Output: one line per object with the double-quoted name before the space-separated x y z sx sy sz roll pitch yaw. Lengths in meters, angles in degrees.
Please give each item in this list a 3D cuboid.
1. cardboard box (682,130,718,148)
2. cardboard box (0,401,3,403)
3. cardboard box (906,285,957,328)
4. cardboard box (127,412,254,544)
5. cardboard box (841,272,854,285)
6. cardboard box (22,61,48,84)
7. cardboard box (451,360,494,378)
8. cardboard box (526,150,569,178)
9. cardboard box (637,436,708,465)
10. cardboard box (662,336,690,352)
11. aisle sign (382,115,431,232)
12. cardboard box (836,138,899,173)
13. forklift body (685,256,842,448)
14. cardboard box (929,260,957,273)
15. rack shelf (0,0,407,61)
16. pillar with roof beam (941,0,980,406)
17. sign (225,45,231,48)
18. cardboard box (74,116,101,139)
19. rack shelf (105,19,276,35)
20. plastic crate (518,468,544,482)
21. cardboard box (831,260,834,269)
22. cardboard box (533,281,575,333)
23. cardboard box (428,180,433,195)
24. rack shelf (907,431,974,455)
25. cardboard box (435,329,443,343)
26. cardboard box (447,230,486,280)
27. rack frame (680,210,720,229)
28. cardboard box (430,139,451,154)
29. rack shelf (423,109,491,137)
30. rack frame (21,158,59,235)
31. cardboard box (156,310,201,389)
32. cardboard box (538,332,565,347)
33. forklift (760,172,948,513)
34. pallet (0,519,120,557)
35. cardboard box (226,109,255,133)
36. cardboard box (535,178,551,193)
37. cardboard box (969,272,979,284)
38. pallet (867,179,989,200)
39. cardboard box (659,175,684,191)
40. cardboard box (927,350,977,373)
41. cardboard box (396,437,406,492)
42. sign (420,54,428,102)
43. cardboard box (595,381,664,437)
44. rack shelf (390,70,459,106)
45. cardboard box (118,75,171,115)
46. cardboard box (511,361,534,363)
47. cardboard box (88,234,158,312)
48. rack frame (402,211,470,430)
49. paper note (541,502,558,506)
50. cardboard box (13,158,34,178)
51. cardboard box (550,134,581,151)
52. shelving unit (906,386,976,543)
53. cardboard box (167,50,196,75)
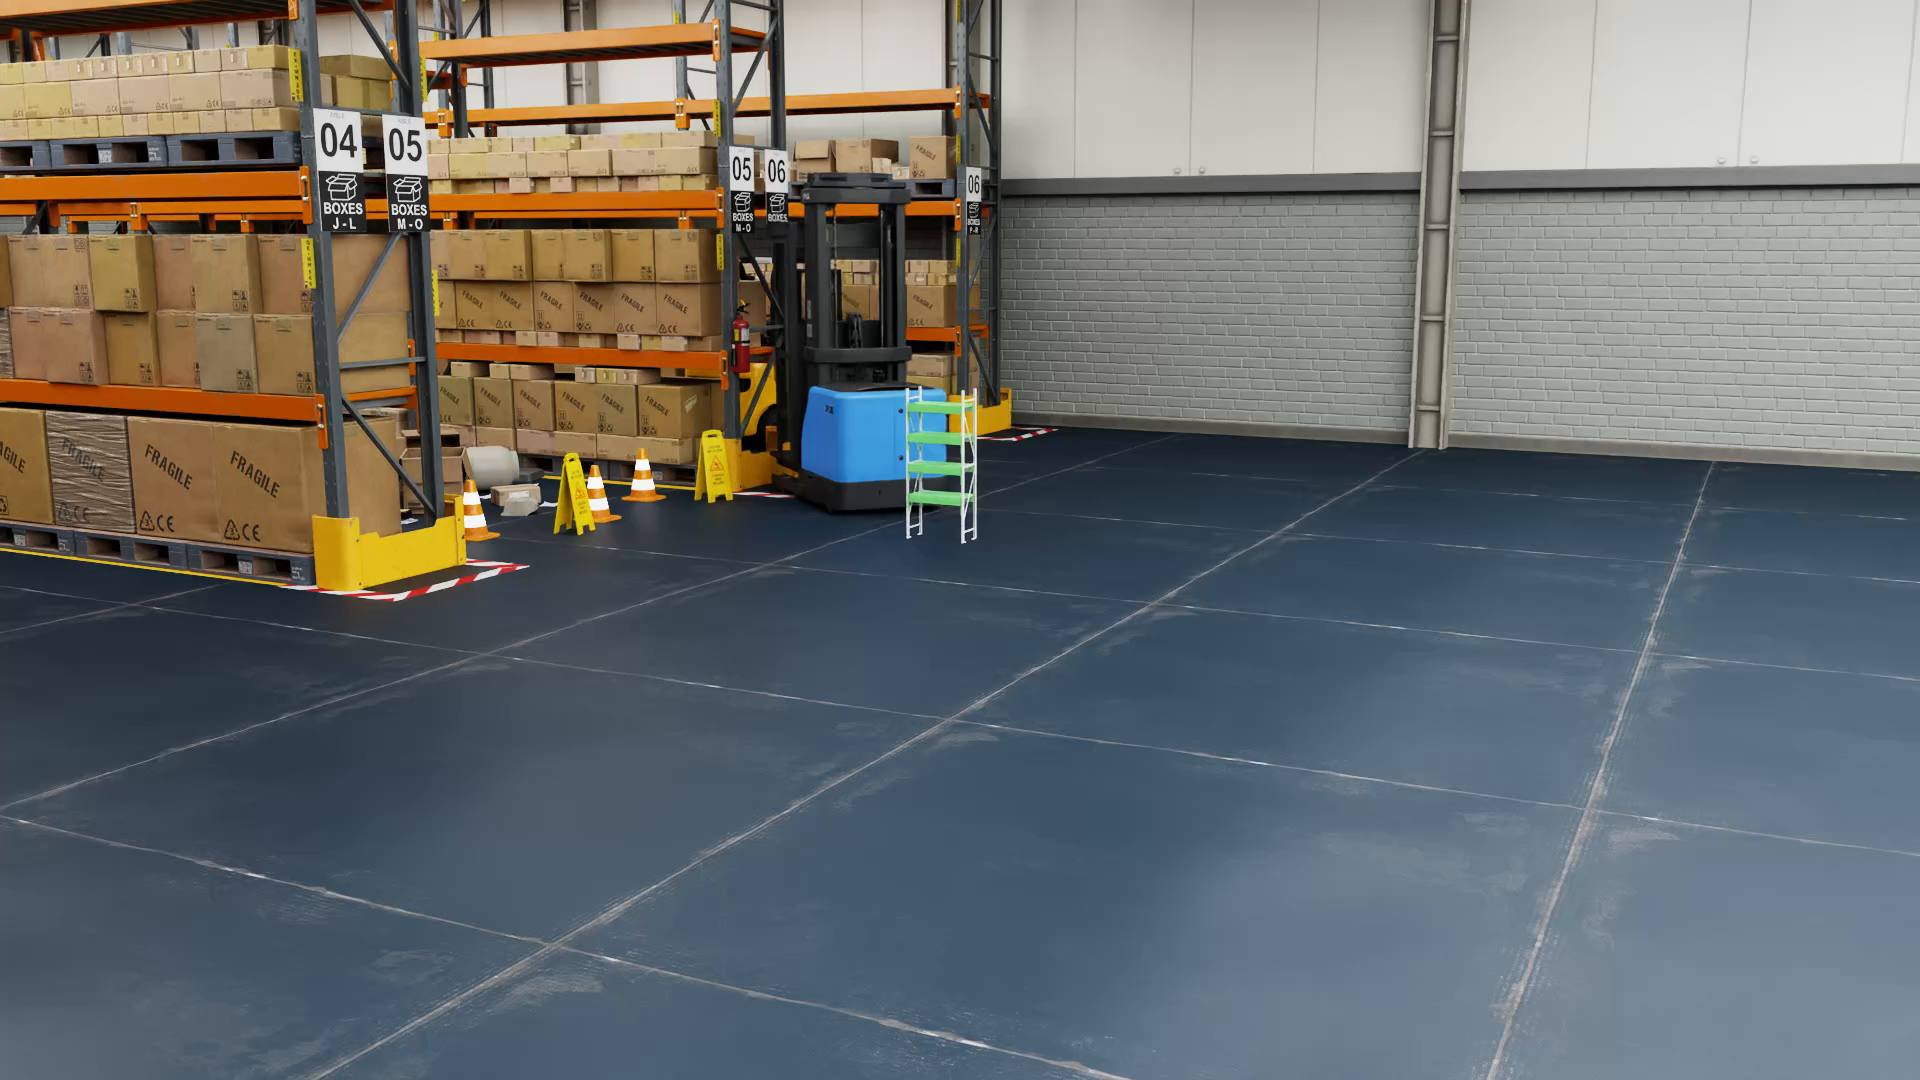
"cardboard box" -2.391 -3.753 15.589 0.250 0.149 0.380 5 11 26
"cardboard box" -12.127 -2.100 21.196 0.875 0.875 0.875 5 12 28
"cardboard box" -0.322 -2.868 20.374 0.500 0.500 0.500 5 11 25
"cardboard box" -5.484 -0.503 12.376 0.875 0.875 0.875 5 11 25
"cardboard box" -1.360 -3.270 20.774 0.250 0.149 0.380 5 11 26
"cardboard box" -6.553 -3.383 12.085 0.250 0.149 0.380 5 11 26
"cardboard box" -5.049 -1.777 17.240 0.250 0.149 0.380 5 11 27
"cardboard box" -3.907 -3.694 16.383 0.500 0.250 0.500 5 11 26
"cardboard box" -2.823 -0.905 16.351 0.500 0.250 0.500 5 11 26
"cardboard box" -2.663 -1.903 16.027 0.250 0.149 0.380 5 11 25
"aisle sign" -3.860 -2.552 11.609 0.004 0.787 0.394 5 11 26
"cardboard box" -1.143 -4.696 20.590 0.500 0.500 0.700 5 11 26
"forklift body" -2.272 -2.262 19.692 1.214 2.155 2.313 5 11 26
"cardboard box" -0.179 -3.331 20.277 0.250 0.149 0.380 5 11 26
"rack shelf" -5.850 -3.789 12.042 4.000 0.370 1.077 5 11 26
"pillar with roof beam" -1.895 -5.285 17.166 0.400 9.000 9.100 5 11 26
"sign" -10.782 -7.133 24.530 0.005 0.325 0.100 5 11 26
"cardboard box" -6.104 -2.951 11.936 0.250 0.149 0.380 5 11 27
"rack shelf" -12.319 -8.159 25.730 4.000 0.370 1.077 5 11 26
"plastic crate" -4.499 -0.653 16.613 0.583 0.080 0.402 1 10 6
"cardboard box" -1.557 -3.451 20.940 0.250 0.149 0.380 5 11 27
"cardboard box" -3.906 -2.346 16.657 0.500 0.500 0.500 5 11 26
"cardboard box" -5.371 -3.632 17.159 0.250 0.149 0.380 5 11 25
"rack shelf" -0.148 -0.777 13.164 0.480 0.148 0.258 5 11 26
"cardboard box" -5.404 -2.145 17.362 0.250 0.149 0.380 5 11 26
"cardboard box" -4.797 -2.919 17.011 0.500 0.500 0.700 5 11 26
"rack frame" -3.351 -3.137 22.142 0.127 3.000 1.000 5 11 26
"cardboard box" -5.160 -3.996 16.932 0.250 0.149 0.380 5 12 28
"rack shelf" -8.732 -6.011 24.320 4.000 0.370 1.077 5 11 26
"rack frame" -7.644 -1.546 13.348 0.127 3.000 1.000 5 11 26
"cardboard box" -5.359 -1.430 12.289 0.550 0.550 0.875 5 11 26
"cardboard box" -4.022 -2.027 16.712 0.250 0.149 0.380 5 11 26
"forklift" -1.143 -1.901 15.504 1.130 2.935 3.031 -4 11 -22
"pallet" -6.997 -0.101 13.196 1.213 0.211 1.003 5 11 26
"cardboard box" -4.731 -2.831 11.271 0.250 0.149 0.380 5 11 26
"cardboard box" -3.988 -3.511 16.490 0.250 0.149 0.380 5 11 26
"cardboard box" 0.046 -3.259 20.710 0.250 0.149 0.380 5 11 24
"pallet" -0.387 -4.314 20.472 1.213 0.211 1.003 5 11 26
"cardboard box" -2.638 -3.379 15.762 0.250 0.149 0.380 5 11 26
"cardboard box" -0.112 -2.236 20.895 0.500 0.250 0.500 5 11 25
"cardboard box" -5.495 -0.674 15.159 0.503 0.637 0.797 5 11 26
"sign" -3.806 -3.264 11.741 0.005 0.325 0.100 5 11 26
"cardboard box" -3.261 -1.314 16.502 0.500 0.500 0.500 6 12 28
"rack shelf" -7.338 -4.903 18.196 4.000 0.370 1.077 5 11 26
"cardboard box" -5.517 -3.108 11.684 0.500 0.250 0.500 5 11 25
"cardboard box" -5.796 -2.389 23.496 0.625 0.625 0.875 5 12 28
"cardboard box" -5.881 -1.986 12.330 0.500 0.550 0.875 5 11 26
"rack frame" -5.544 -2.344 17.760 0.127 3.000 1.000 5 11 26
"paper note" -3.686 -0.325 14.938 0.142 0.019 0.148 1 10 6
"cardboard box" -10.840 -4.484 19.700 0.500 0.500 0.500 5 11 26
"cardboard box" -3.781 -3.869 16.227 0.250 0.149 0.380 5 12 27
"shelving unit" -0.148 -0.603 13.195 0.503 1.200 0.258 5 11 26
"cardboard box" -5.195 -3.264 11.424 0.250 0.149 0.380 5 12 27
